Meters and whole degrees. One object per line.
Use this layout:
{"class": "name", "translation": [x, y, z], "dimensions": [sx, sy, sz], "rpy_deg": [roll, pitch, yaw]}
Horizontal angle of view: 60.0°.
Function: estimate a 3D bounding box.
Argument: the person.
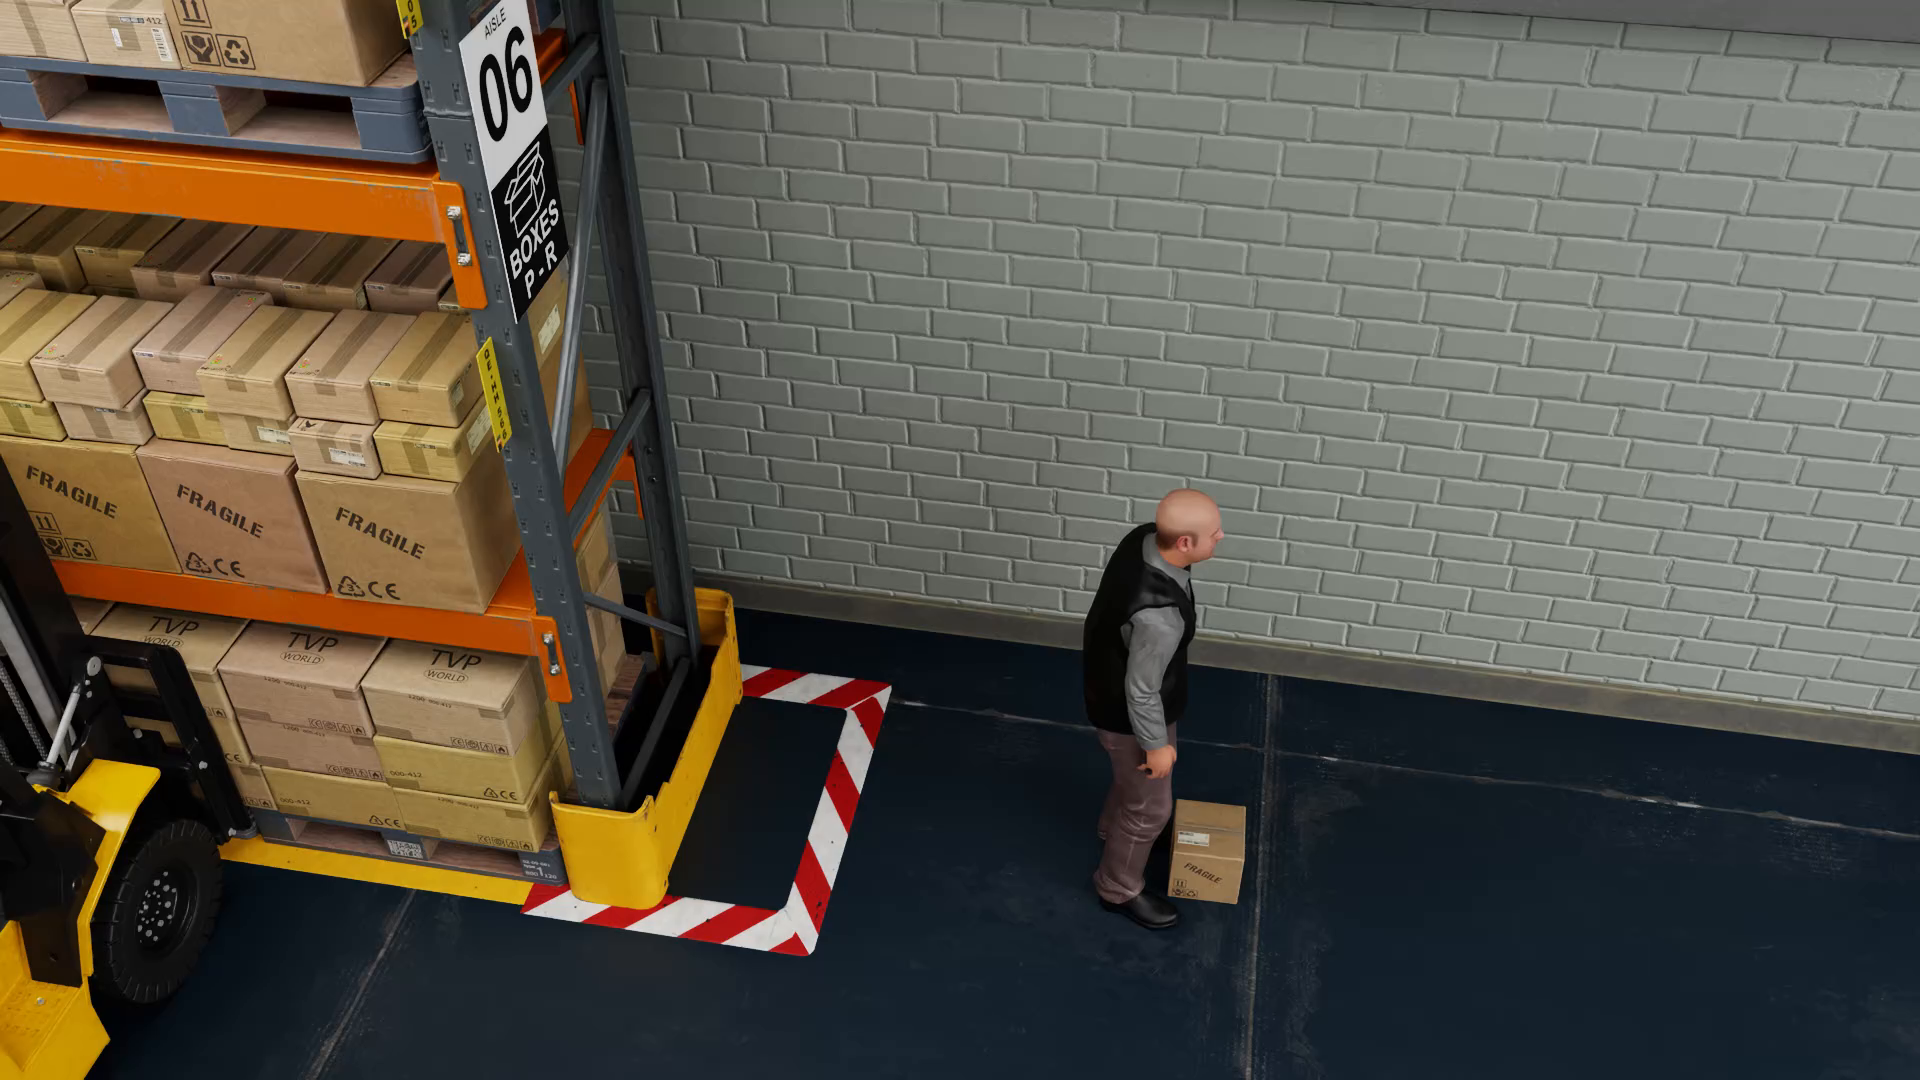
{"class": "person", "translation": [0.620, 0.569, 5.584], "dimensions": [0.398, 1.617, 0.593], "rpy_deg": [4, 40, 5]}
